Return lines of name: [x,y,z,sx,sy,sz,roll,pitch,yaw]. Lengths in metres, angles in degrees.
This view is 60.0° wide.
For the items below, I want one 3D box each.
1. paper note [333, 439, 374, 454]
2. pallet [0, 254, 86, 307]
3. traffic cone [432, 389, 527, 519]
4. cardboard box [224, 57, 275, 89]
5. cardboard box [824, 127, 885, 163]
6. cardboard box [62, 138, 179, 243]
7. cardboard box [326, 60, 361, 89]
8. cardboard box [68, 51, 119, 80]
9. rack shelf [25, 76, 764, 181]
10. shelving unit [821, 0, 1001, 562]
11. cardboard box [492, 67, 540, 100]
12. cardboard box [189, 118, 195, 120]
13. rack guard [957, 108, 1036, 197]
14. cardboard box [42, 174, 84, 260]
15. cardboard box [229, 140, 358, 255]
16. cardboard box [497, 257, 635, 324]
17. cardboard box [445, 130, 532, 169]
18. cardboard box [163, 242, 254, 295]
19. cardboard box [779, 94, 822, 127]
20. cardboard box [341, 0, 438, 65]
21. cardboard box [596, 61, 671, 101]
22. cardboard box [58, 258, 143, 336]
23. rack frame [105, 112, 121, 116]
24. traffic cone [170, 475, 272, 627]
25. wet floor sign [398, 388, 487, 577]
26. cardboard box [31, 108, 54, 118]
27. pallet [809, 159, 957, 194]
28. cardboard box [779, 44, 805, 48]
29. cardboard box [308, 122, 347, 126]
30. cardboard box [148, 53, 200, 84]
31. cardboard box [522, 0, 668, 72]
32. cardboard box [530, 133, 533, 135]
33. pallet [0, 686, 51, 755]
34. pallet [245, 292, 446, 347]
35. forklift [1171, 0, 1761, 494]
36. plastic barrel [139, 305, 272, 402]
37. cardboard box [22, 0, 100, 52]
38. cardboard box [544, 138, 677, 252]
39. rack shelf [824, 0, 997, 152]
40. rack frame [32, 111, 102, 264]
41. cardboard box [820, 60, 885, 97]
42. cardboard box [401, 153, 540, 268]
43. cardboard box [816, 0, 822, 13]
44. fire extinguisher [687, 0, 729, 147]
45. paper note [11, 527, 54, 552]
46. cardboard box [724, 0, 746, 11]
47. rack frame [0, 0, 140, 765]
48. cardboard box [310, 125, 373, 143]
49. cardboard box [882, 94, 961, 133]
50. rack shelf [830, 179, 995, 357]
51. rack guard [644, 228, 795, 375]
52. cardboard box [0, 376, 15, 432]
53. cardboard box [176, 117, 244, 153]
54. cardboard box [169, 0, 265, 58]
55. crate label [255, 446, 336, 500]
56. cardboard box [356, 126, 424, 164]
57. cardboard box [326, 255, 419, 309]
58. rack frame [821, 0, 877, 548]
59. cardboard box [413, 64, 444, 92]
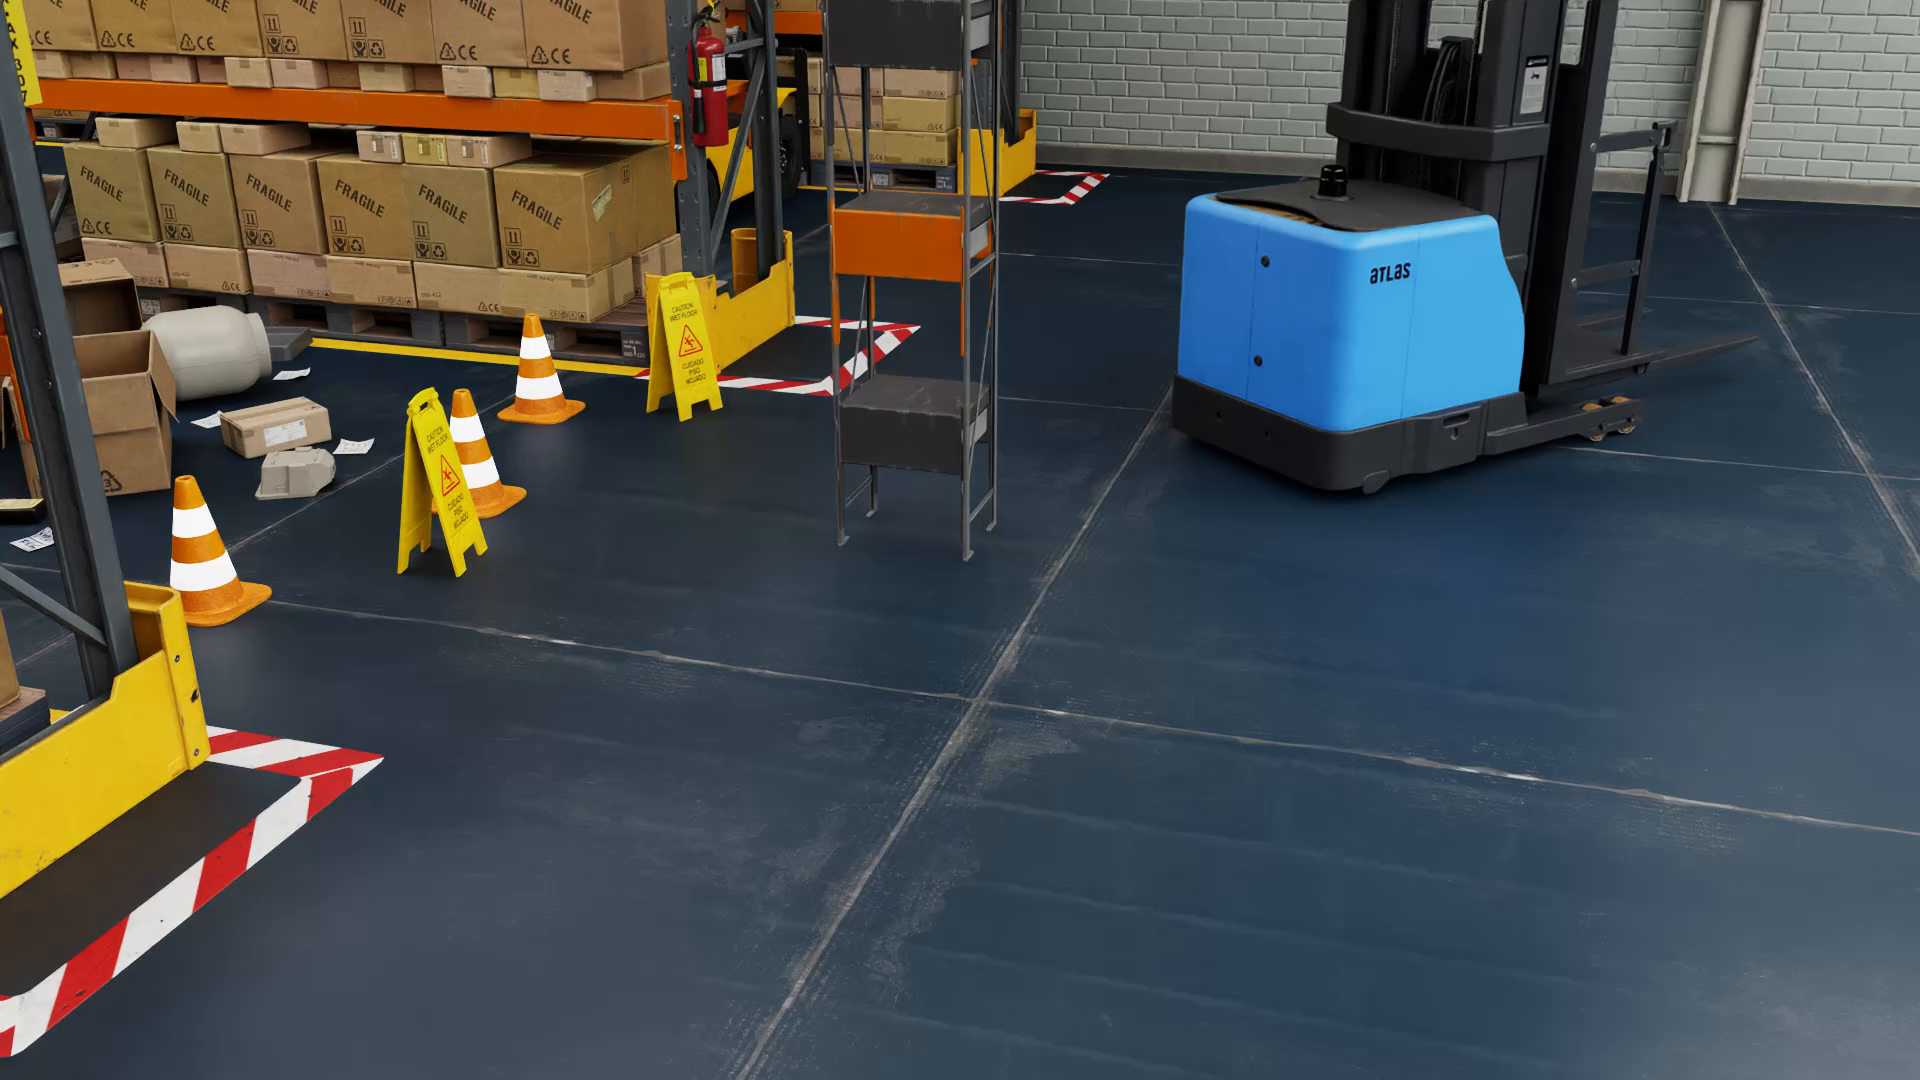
paper note: [-2.636,-0.410,7.228,0.142,0.019,0.148,-1,22,-3]
pallet: [-5.731,-1.636,9.980,1.213,0.211,1.003,7,23,16]
traffic cone: [-1.935,-0.367,6.555,0.334,0.463,0.336,7,23,16]
cardboard box: [-3.554,-2.430,8.573,0.250,0.149,0.380,7,23,16]
cardboard box: [-0.740,-3.123,13.002,0.500,0.250,0.500,7,23,15]
cardboard box: [-4.498,-1.948,9.147,0.500,0.500,0.500,8,24,18]
cardboard box: [-3.033,-2.424,8.559,0.250,0.149,0.380,7,23,16]
cardboard box: [-4.519,-2.565,8.902,0.250,0.149,0.380,7,23,17]
rack shelf: [-3.070,-2.289,8.846,4.000,0.370,1.077,7,23,16]
shelving unit: [-0.158,-0.990,5.916,0.503,2.100,0.431,7,23,16]
cardboard box: [-2.089,-2.273,8.190,0.250,0.149,0.380,6,23,15]
cardboard box: [-4.341,-2.143,9.624,0.500,0.500,0.500,6,23,15]
rack guard: [0.298,-3.048,13.041,0.348,0.500,1.175,7,23,16]
cardboard box: [-5.488,-1.876,9.801,0.625,0.372,0.950,7,23,16]
cardboard box: [-3.486,-1.836,8.874,0.500,0.500,0.500,8,24,18]
cardboard box: [-2.030,-1.318,8.601,0.500,0.250,0.500,6,23,15]
cardboard box: [-2.369,-1.981,8.374,0.250,0.149,0.380,7,23,17]
cardboard box: [-3.984,-1.546,9.157,0.500,0.250,0.500,8,24,19]
cardboard box: [-1.259,-3.408,13.036,0.500,0.250,0.500,6,23,14]
cardboard box: [-2.711,-2.659,8.275,0.500,0.500,0.500,6,23,15]
cardboard box: [-1.575,-2.250,8.133,0.250,0.149,0.380,7,23,17]
cardboard box: [-4.352,-1.074,8.227,0.500,0.500,0.500,-14,26,-30]
rack frame: [-7.384,-5.084,14.711,0.127,3.000,1.000,7,23,16]
traffic cone: [-2.587,0.006,5.645,0.334,0.463,0.336,7,23,16]
wet floor sign: [-1.889,-0.220,5.957,0.232,0.644,0.267,3,22,6]
cardboard box: [-8.327,-4.148,15.171,0.500,0.500,0.500,6,23,15]
pallet: [-0.470,-2.985,13.269,1.213,0.211,1.003,7,23,16]
cardboard box: [-1.575,-3.884,13.538,0.500,0.250,0.500,6,23,14]
cardboard box: [-5.519,-3.963,14.556,0.625,0.625,0.875,6,23,13]
cardboard box: [-4.030,-2.507,8.761,0.250,0.149,0.380,7,23,17]
cardboard box: [-1.755,-2.546,8.001,0.500,0.500,0.500,6,23,15]
cardboard box: [-3.187,-3.394,13.661,0.500,0.250,0.500,7,23,16]
pallet: [-3.277,0.638,4.437,1.213,0.211,1.003,7,23,15]
pallet: [-3.160,-1.357,9.301,1.213,0.211,1.003,7,23,16]
forklift: [2.448,-1.944,7.147,3.031,2.935,1.130,-14,26,-30]
plastic barrel: [-3.570,-0.887,7.875,0.512,0.421,0.421,-14,26,-30]
cardboard box: [-4.644,-2.876,8.804,0.500,0.500,0.500,6,23,15]
cardboard box: [-1.871,-1.863,8.941,0.500,0.500,0.500,6,23,14]
rack shelf: [-0.158,-1.625,5.655,0.480,0.518,0.431,7,23,16]
rack frame: [-4.985,-2.841,9.244,0.127,3.000,1.000,7,23,16]
cardboard box: [-0.747,-3.582,12.803,0.500,0.250,0.500,7,23,16]
cardboard box: [-2.499,-1.721,8.595,0.500,0.500,0.500,7,23,17]
cardboard box: [-0.766,-4.272,12.600,0.500,0.500,0.500,7,23,17]
fire extinguisher: [-1.179,-2.187,7.751,0.183,0.674,0.296,7,23,16]
paper note: [-3.460,-0.003,6.239,0.142,0.017,0.144,16,27,34]
cardboard box: [-1.742,-4.379,12.861,0.500,0.500,0.500,7,23,16]
rack frame: [-2.489,-0.593,3.764,0.127,3.000,1.000,7,23,16]
cardboard box: [-3.365,-2.032,9.354,0.500,0.500,0.500,8,24,18]
cardboard box: [-0.282,-3.300,12.773,0.500,0.250,0.500,6,23,15]
rack shelf: [-0.158,-0.977,5.921,0.480,0.518,0.431,7,23,16]
rack guard: [-1.228,-1.255,8.670,0.348,0.500,1.175,7,23,16]
cardboard box: [-4.466,-0.683,7.093,0.503,0.637,0.797,7,23,16]
cardboard box: [-3.903,-2.157,8.802,0.250,0.149,0.380,7,23,18]
cardboard box: [-3.680,-2.769,8.545,0.500,0.500,0.500,6,23,15]
crate label: [-2.706,-0.280,6.772,0.298,0.136,0.250,-5,23,-12]
cardboard box: [-2.860,-2.039,8.516,0.250,0.149,0.380,8,23,18]
cardboard box: [-3.003,-1.431,8.875,0.500,0.250,0.500,6,23,14]
rack frame: [-0.392,-1.016,5.981,0.015,2.100,0.400,7,23,16]
cardboard box: [-2.549,-2.370,8.425,0.250,0.149,0.380,7,23,16]
